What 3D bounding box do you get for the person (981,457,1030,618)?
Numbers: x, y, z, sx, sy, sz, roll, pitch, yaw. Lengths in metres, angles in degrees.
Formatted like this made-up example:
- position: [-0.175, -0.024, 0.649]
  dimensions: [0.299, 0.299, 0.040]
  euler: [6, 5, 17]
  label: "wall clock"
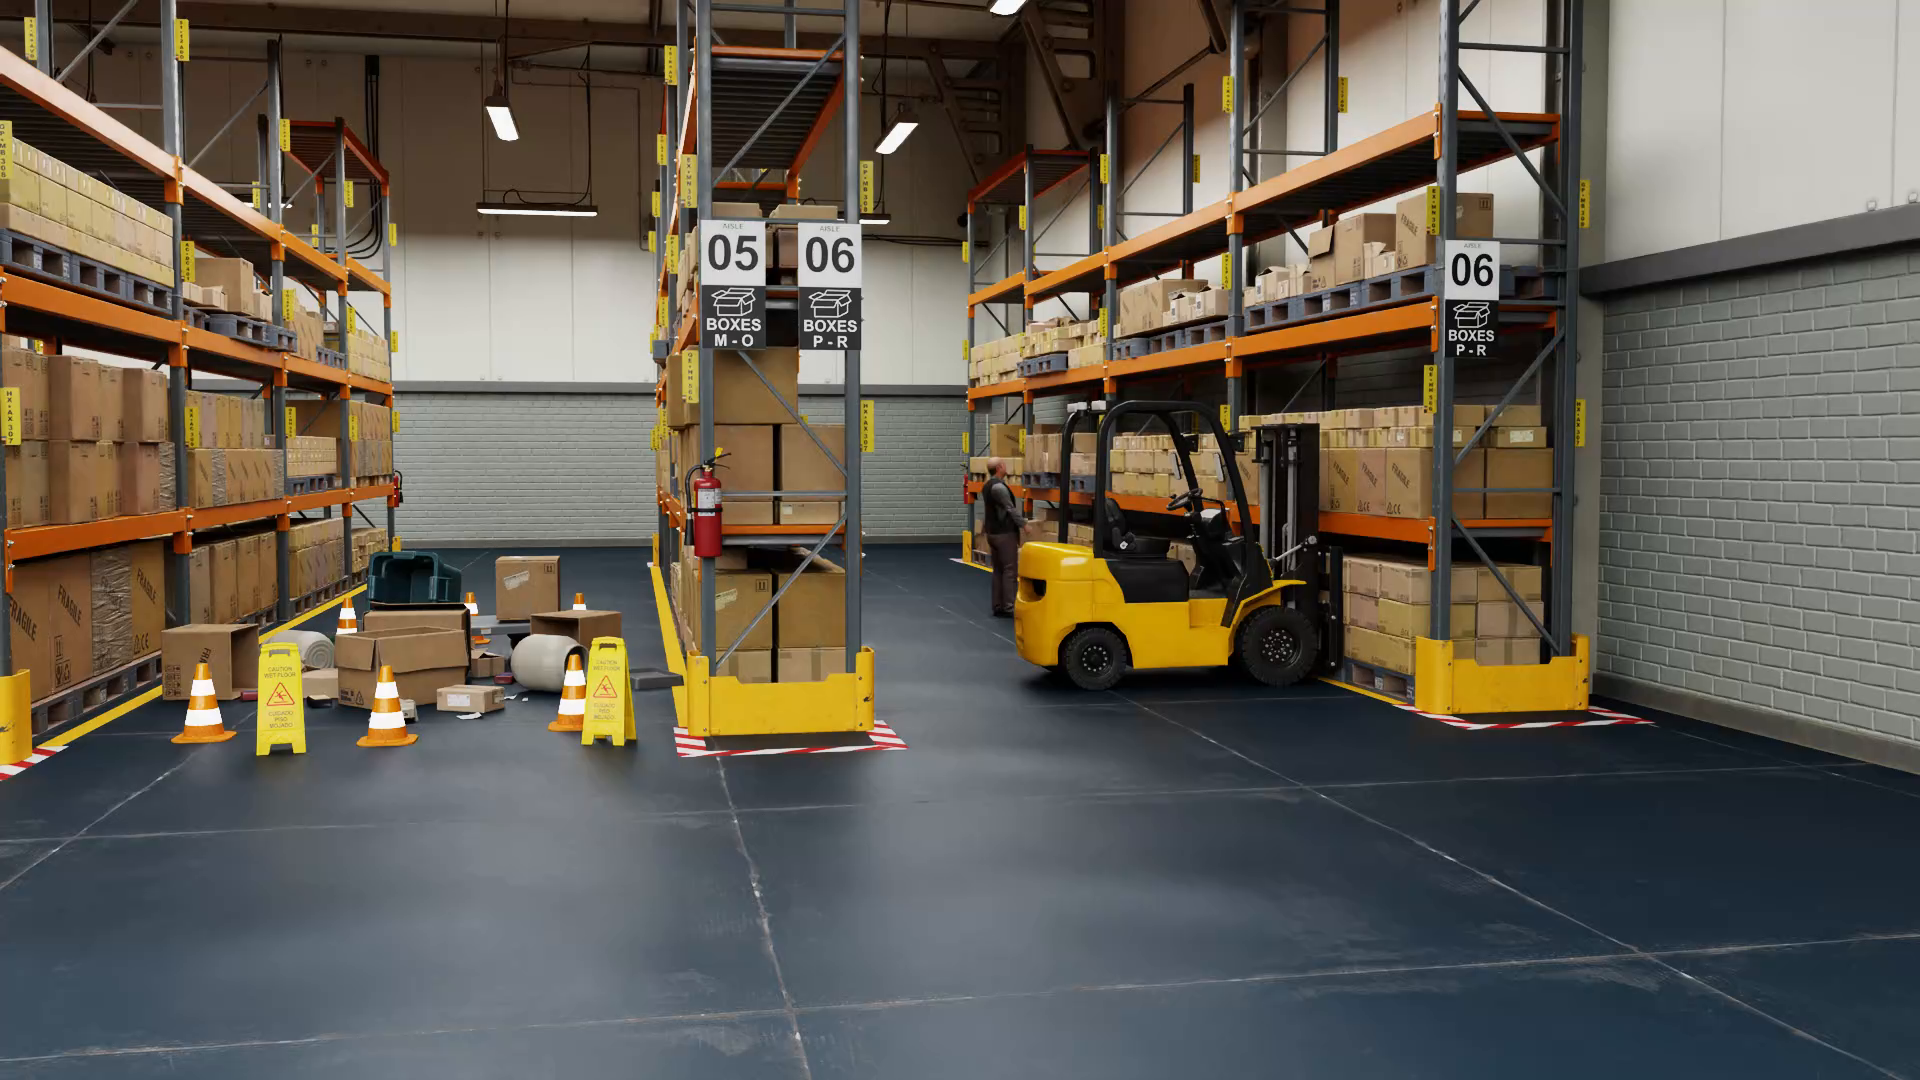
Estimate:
- position: [0.512, -0.037, 17.986]
  dimensions: [0.521, 1.726, 0.546]
  euler: [-1, 3, -16]
  label: "person"
